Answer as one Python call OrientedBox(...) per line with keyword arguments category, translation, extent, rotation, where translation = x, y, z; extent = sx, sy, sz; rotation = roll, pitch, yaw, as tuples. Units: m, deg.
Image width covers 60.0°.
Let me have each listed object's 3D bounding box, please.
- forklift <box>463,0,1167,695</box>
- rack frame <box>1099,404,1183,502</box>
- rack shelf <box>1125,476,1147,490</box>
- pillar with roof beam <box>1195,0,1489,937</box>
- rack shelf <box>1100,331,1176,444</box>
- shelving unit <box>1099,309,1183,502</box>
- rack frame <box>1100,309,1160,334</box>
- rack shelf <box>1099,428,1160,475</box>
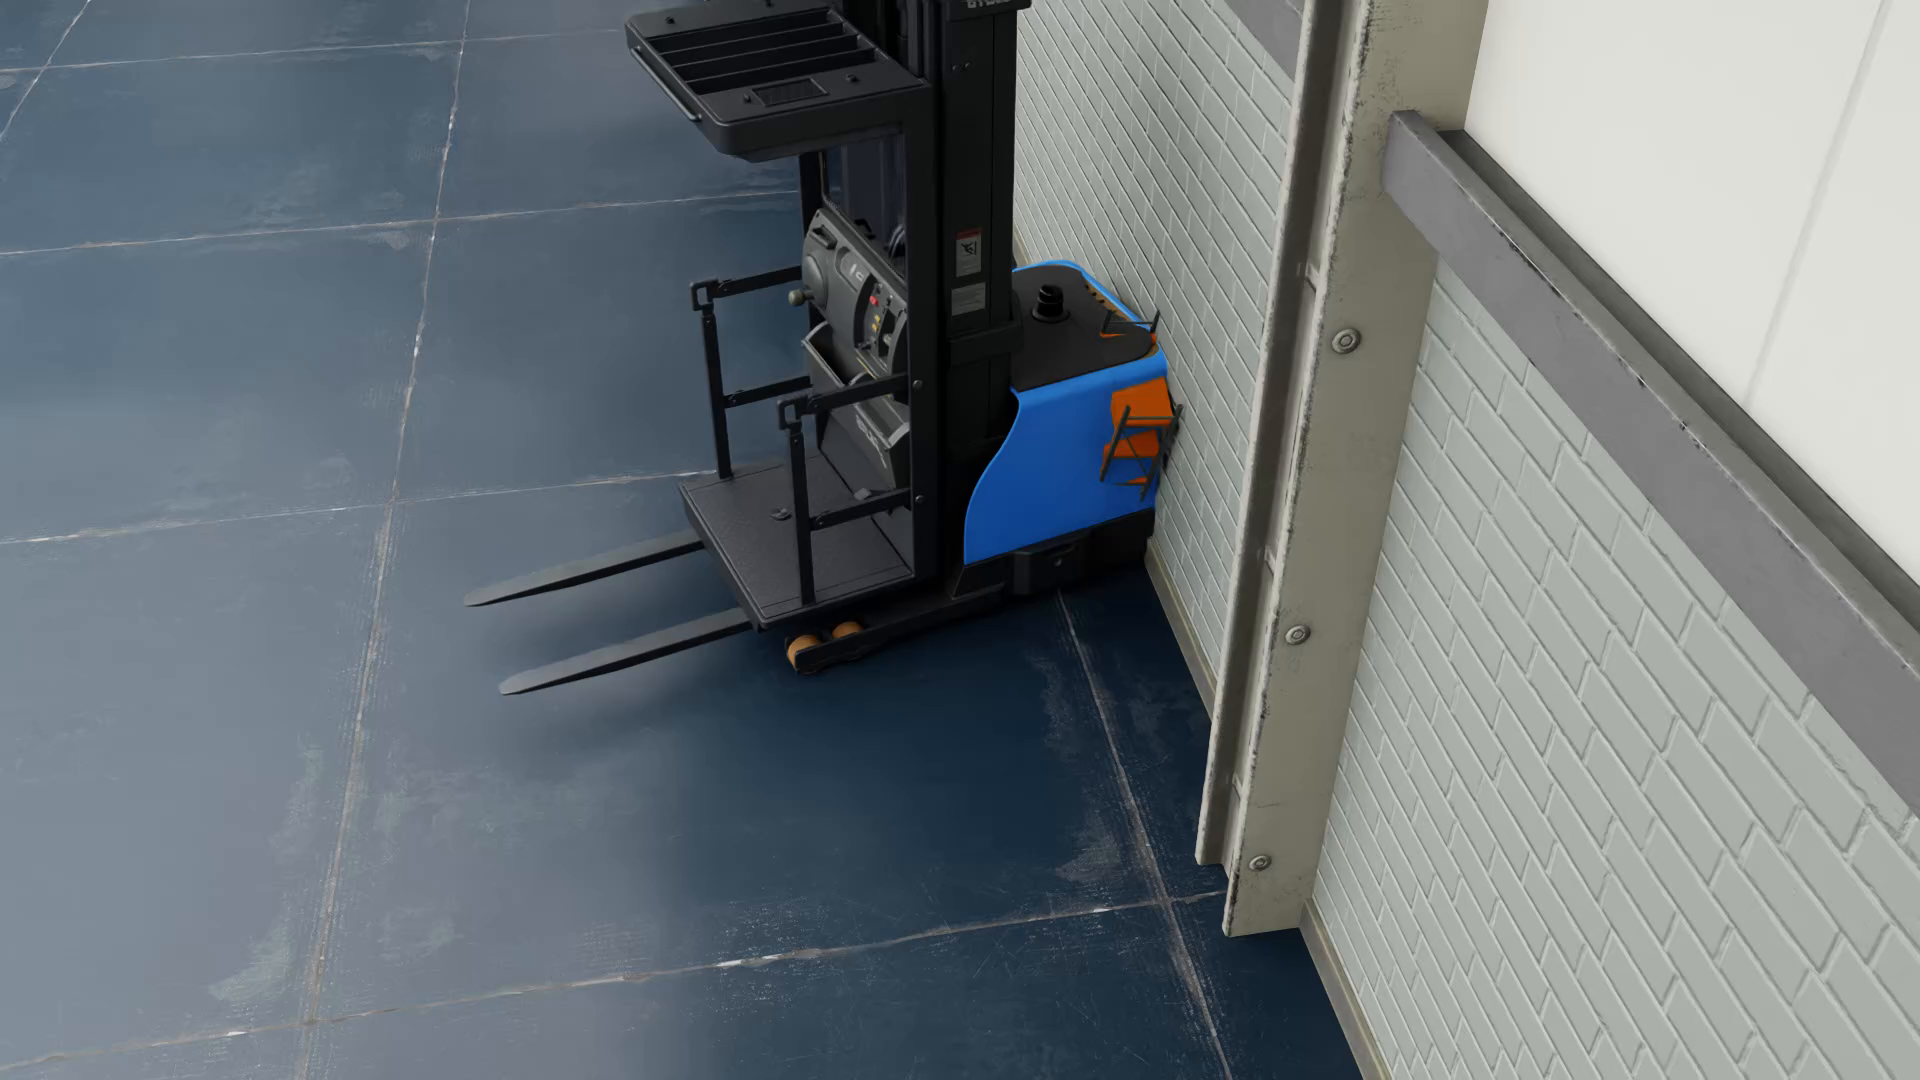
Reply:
OrientedBox(category="forklift", translation=(-0.611, -0.963, 6.601), extent=(3.031, 2.935, 1.130), rotation=(-17, 41, -20))
OrientedBox(category="rack frame", translation=(0.712, -0.240, 7.251), extent=(0.240, 1.200, 0.015), rotation=(-2, 60, -10))
OrientedBox(category="rack shelf", translation=(0.676, -0.416, 7.429), extent=(0.258, 0.148, 0.480), rotation=(-2, 60, -10))
OrientedBox(category="pillar with roof beam", translation=(-3.173, -1.810, 2.745), extent=(9.100, 9.000, 0.400), rotation=(-6, 38, -8))
OrientedBox(category="rack shelf", translation=(0.735, -0.648, 7.036), extent=(0.258, 0.148, 0.480), rotation=(-2, 60, -10))
OrientedBox(category="shelving unit", translation=(0.684, -0.450, 7.371), extent=(0.258, 1.200, 0.503), rotation=(-2, 60, -10))
OrientedBox(category="rack frame", translation=(0.657, -0.661, 7.491), extent=(0.240, 1.200, 0.015), rotation=(-2, 60, -10))
OrientedBox(category="rack shelf", translation=(0.705, -0.529, 7.238), extent=(0.258, 0.148, 0.480), rotation=(-2, 60, -10))
